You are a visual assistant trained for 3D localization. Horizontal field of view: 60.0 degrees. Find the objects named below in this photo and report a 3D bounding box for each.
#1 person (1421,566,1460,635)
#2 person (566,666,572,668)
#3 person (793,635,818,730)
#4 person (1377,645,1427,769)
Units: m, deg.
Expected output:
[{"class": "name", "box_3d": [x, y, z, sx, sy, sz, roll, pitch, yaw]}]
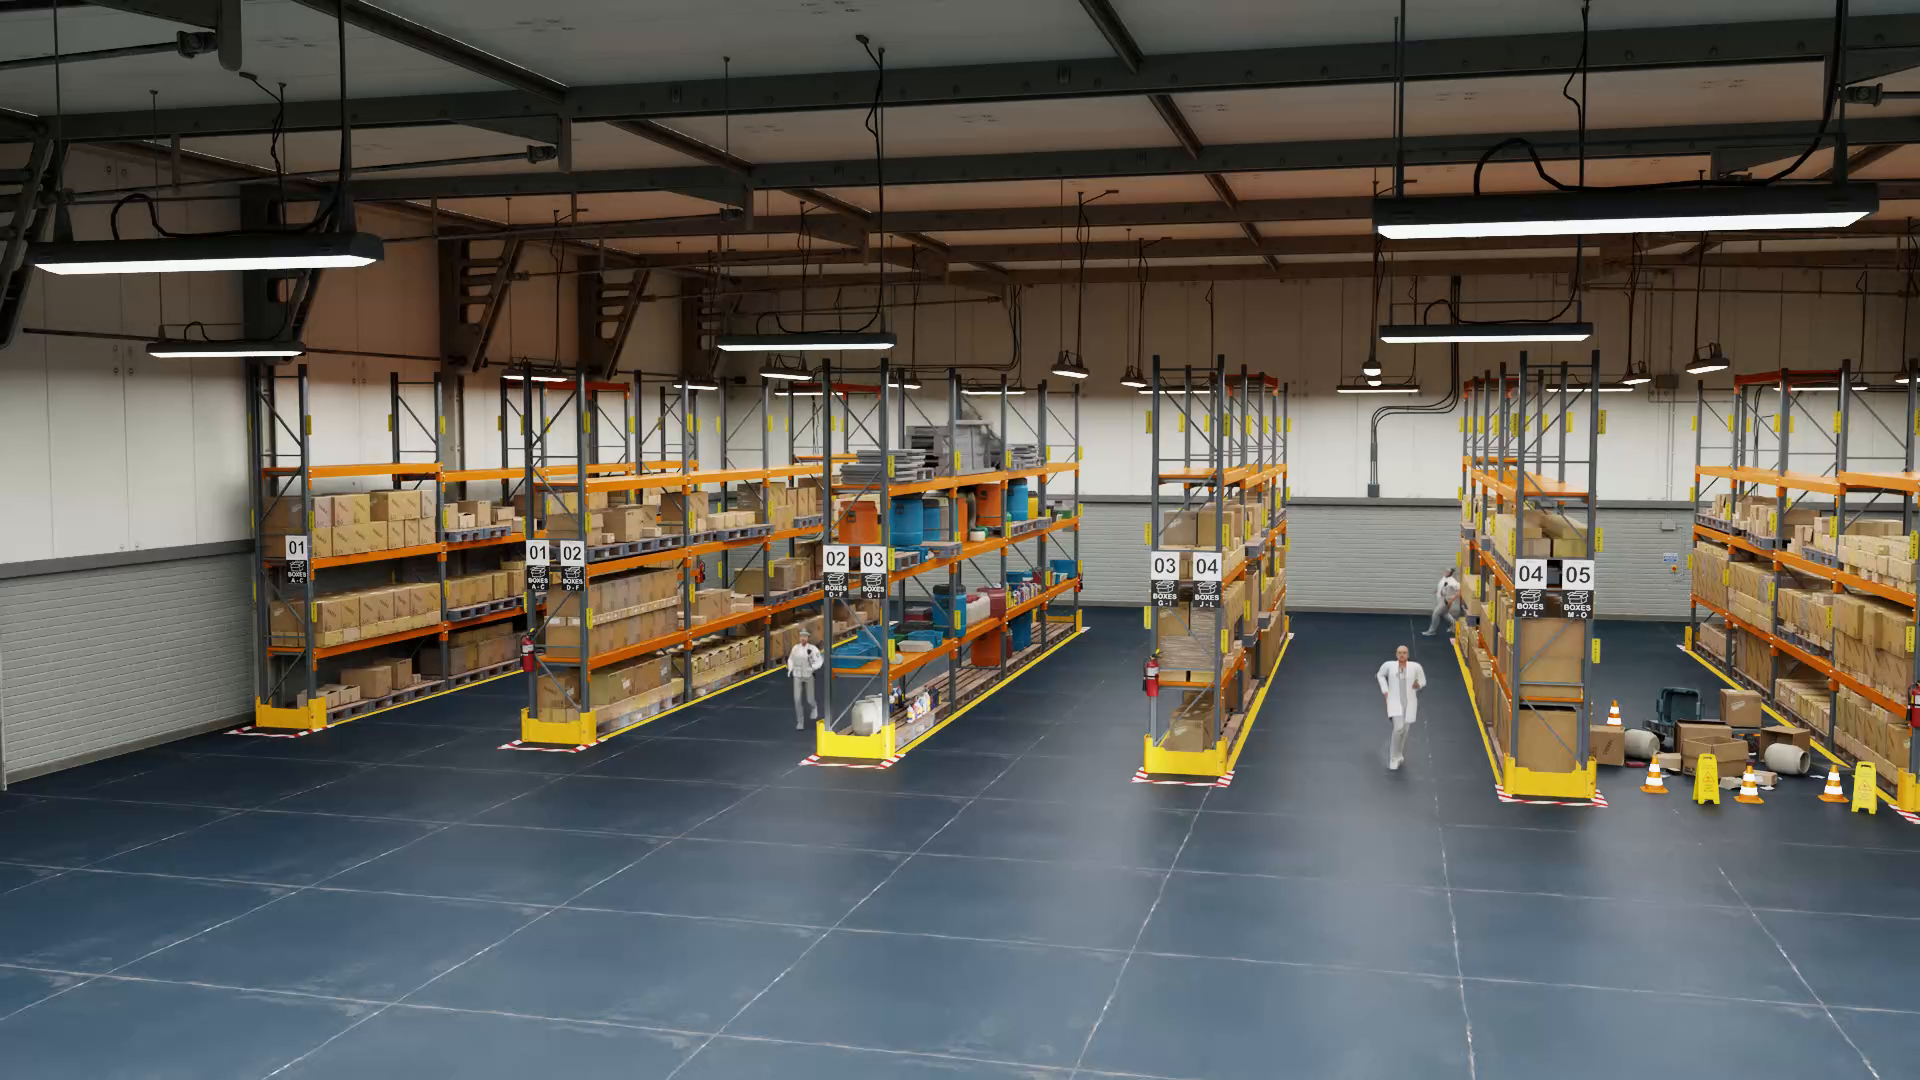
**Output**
[{"class": "person", "box_3d": [11.446, 1.430, 39.499, 0.934, 1.699, 0.847, 1, 4, 20]}, {"class": "person", "box_3d": [-7.062, 2.007, 30.674, 0.680, 1.654, 0.681, 0, 4, 1]}, {"class": "person", "box_3d": [-2.573, 2.301, 27.544, 0.359, 1.599, 0.748, 1, 4, 8]}, {"class": "person", "box_3d": [6.487, 2.456, 24.364, 0.666, 1.842, 0.818, 0, 4, 5]}]
